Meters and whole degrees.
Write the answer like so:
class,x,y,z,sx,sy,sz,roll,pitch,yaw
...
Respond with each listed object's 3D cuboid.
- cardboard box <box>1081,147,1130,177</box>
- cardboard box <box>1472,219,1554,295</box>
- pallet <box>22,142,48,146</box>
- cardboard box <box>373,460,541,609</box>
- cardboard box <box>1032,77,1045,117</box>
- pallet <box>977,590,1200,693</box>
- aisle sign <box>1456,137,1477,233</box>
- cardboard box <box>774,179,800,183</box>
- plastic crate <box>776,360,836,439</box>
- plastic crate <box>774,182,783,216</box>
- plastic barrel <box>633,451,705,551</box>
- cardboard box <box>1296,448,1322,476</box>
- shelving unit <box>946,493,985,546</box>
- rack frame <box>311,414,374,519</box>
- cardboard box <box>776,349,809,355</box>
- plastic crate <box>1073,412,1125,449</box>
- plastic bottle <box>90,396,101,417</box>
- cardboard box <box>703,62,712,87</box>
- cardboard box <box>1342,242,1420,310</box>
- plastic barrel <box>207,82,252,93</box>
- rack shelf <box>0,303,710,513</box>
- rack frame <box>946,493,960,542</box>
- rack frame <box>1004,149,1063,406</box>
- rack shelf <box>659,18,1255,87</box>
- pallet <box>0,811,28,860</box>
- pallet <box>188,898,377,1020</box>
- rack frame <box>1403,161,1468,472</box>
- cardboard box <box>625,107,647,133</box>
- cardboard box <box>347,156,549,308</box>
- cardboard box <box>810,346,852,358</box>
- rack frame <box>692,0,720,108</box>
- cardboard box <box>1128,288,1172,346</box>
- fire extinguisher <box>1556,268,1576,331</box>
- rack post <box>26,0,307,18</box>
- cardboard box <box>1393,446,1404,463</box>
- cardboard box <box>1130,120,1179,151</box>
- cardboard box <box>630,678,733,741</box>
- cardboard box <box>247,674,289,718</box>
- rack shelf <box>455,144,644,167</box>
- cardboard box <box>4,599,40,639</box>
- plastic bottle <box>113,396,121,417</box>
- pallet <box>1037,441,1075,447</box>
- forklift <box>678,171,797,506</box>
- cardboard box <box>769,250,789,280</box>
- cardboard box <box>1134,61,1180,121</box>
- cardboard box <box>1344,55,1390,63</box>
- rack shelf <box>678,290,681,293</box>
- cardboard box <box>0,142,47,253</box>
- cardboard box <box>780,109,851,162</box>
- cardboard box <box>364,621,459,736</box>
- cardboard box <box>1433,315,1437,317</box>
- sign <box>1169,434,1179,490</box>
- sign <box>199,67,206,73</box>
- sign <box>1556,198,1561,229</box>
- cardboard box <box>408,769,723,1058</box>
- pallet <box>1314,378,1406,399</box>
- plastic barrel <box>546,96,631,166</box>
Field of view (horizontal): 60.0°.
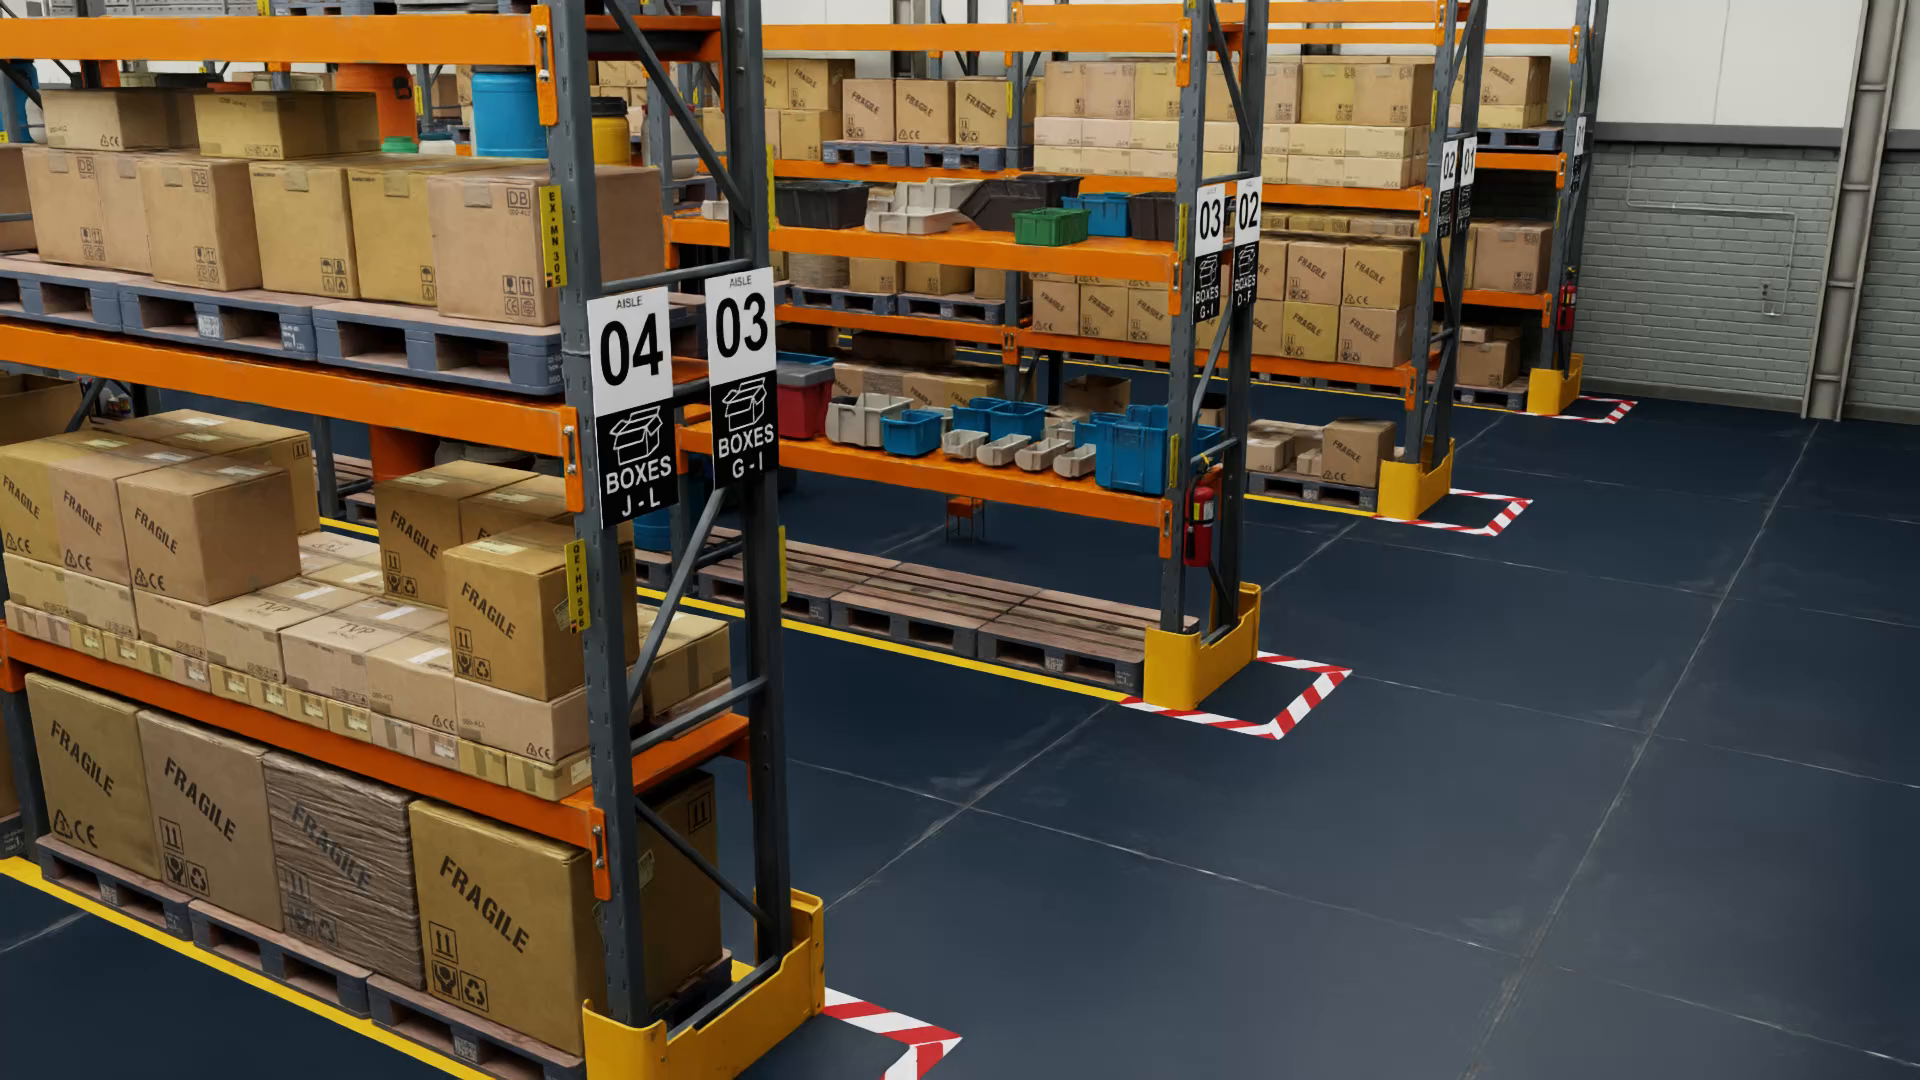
class,x,y,z,sx,sy,sz,roll,pitch,yaw
cardboard box,1.456,-3.516,15.394,0.500,0.250,0.500,10,20,30
cardboard box,6.305,-3.203,18.748,0.700,0.700,0.980,11,20,33
pallet,-9.332,-3.786,16.349,1.003,0.211,1.213,10,20,30
cardboard box,-2.171,-0.027,7.264,0.500,0.500,0.500,10,19,29
cardboard box,1.315,-5.680,21.330,0.500,0.500,0.700,11,20,33
pallet,0.877,0.669,11.317,1.213,0.211,1.003,10,20,30
aisle sign,4.367,-3.063,14.331,0.004,0.787,0.394,10,20,30
cardboard box,-2.593,-4.895,23.907,0.500,0.500,0.700,13,21,36
plastic crate,-1.219,-1.000,11.800,0.583,0.464,0.402,10,20,30
plastic crate,-1.329,-2.483,12.099,0.662,0.188,0.450,10,20,30
plastic barrel,-2.303,-0.423,13.000,0.708,0.901,0.600,10,20,30
cardboard box,3.265,-0.717,15.199,0.250,0.166,0.380,10,20,30
shelving unit,0.046,-0.494,13.702,0.252,1.050,0.215,10,20,30
rack frame,-5.257,-1.747,14.473,0.127,3.000,1.000,10,20,30
cardboard box,-1.974,-1.770,18.091,0.500,0.500,0.500,9,19,28
plastic crate,0.961,-0.698,11.204,0.300,0.233,0.416,10,20,30
plastic bottle,-9.053,-1.440,17.376,0.133,0.283,0.061,10,20,30
cardboard box,-3.749,-6.926,24.433,0.500,0.500,0.500,11,20,31
cardboard box,3.632,-2.283,14.343,0.500,0.500,0.500,10,20,30
plastic barrel,-6.401,-3.666,14.890,0.708,0.830,0.600,10,20,30
rack shelf,-2.736,-0.699,7.099,4.000,0.370,1.077,10,20,30
rack frame,-0.058,-0.513,13.763,0.008,1.050,0.200,10,20,30
rack frame,0.747,-2.365,16.507,0.127,3.000,1.000,10,20,30
rack shelf,-0.144,-3.170,10.759,4.000,0.370,1.077,10,20,30
pallet,-5.138,1.323,9.162,1.213,0.211,1.003,10,20,30
pallet,-2.790,1.742,7.782,1.213,0.211,1.003,10,20,30
rack frame,4.155,-1.757,14.504,0.127,3.000,1.000,10,20,30
cardboard box,-3.534,-4.668,18.464,0.500,0.250,0.500,11,20,32
cardboard box,-1.920,-1.217,6.499,0.500,0.500,0.700,9,19,28
cardboard box,-1.301,-1.825,18.273,0.500,0.500,0.500,9,19,28
rack frame,-3.481,-7.680,23.682,0.127,3.000,1.000,10,20,30
cardboard box,1.902,-2.114,15.509,0.500,0.500,0.500,10,20,30
fire extinguisher,6.632,-2.632,18.158,0.183,0.674,0.296,10,20,30
rack post,-6.943,-5.044,14.659,3.121,1.000,1.013,10,20,30
cardboard box,3.978,-0.752,15.344,0.250,0.149,0.380,10,20,30
cardboard box,1.878,-3.678,15.065,0.500,0.250,0.500,10,20,30
cardboard box,-1.162,0.681,6.912,0.250,0.149,0.380,10,20,31
cardboard box,-2.810,0.611,7.141,0.250,0.149,0.380,11,20,31
rack shelf,-4.366,-4.369,19.180,4.000,0.370,1.077,10,20,30
cardboard box,-4.363,0.335,8.049,0.250,0.149,0.380,10,20,30
plastic bottle,-8.794,-1.400,17.387,0.097,0.201,0.097,0,17,0
pallet,1.332,-0.926,16.567,1.213,0.211,1.003,10,20,30
forklift,-3.016,-1.990,15.389,3.031,2.935,1.130,11,20,32
cardboard box,-2.066,-3.155,18.211,0.500,0.500,0.700,4,17,12
cardboard box,1.962,-4.077,15.087,0.500,0.500,0.700,10,20,30
cardboard box,4.662,-5.235,18.868,0.500,0.500,0.500,10,20,30
rack shelf,-4.366,-2.934,19.616,4.000,0.370,1.077,10,20,30
cardboard box,-4.940,-1.682,8.202,0.500,0.500,0.700,11,20,31
cardboard box,-1.395,-4.242,17.352,0.500,0.500,0.910,10,20,30
cardboard box,-2.016,0.540,6.688,0.500,0.250,0.500,10,19,29
cardboard box,5.445,-2.565,19.627,0.250,0.149,0.380,10,20,31
sign,1.286,-0.470,9.987,0.005,0.325,0.100,10,20,30
sign,-9.774,-5.945,21.492,0.005,0.325,0.100,10,20,30
sign,6.449,-3.519,17.906,0.005,0.325,0.100,10,20,30
cardboard box,-1.619,1.434,6.932,0.875,0.875,0.875,10,20,30
pallet,4.987,-1.938,19.898,1.213,0.211,1.003,10,20,30
plastic barrel,-2.733,-2.954,12.237,0.600,0.588,0.600,0,17,0
